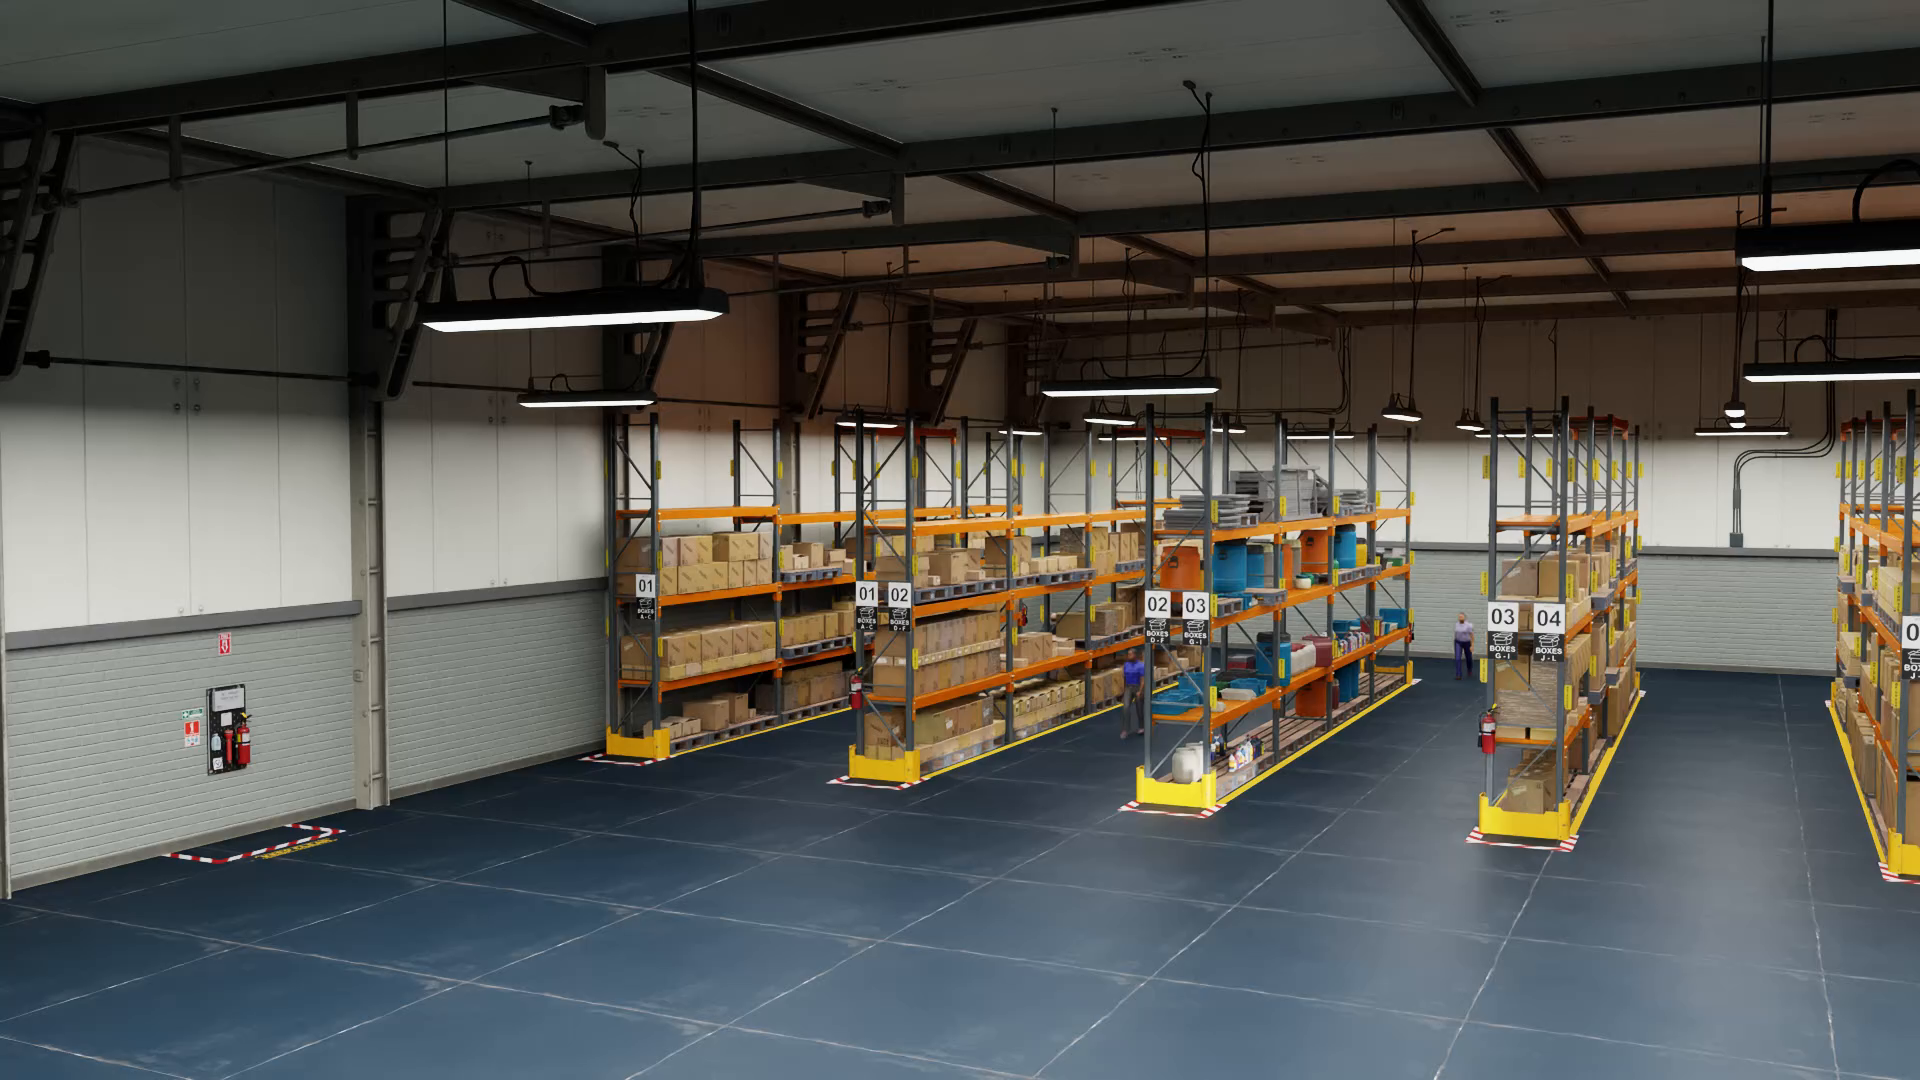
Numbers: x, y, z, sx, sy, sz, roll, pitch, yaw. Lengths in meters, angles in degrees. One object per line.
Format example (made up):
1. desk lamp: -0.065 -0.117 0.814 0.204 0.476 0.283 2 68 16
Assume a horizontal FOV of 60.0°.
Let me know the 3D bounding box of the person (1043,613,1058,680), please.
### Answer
1. person: 2.166 2.544 38.190 0.566 1.719 0.537 1 3 25

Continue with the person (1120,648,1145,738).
1. person: 3.250 2.854 31.266 0.482 1.640 0.809 1 3 26

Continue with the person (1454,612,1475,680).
1. person: 12.074 2.513 39.792 0.486 1.602 0.857 1 3 23
